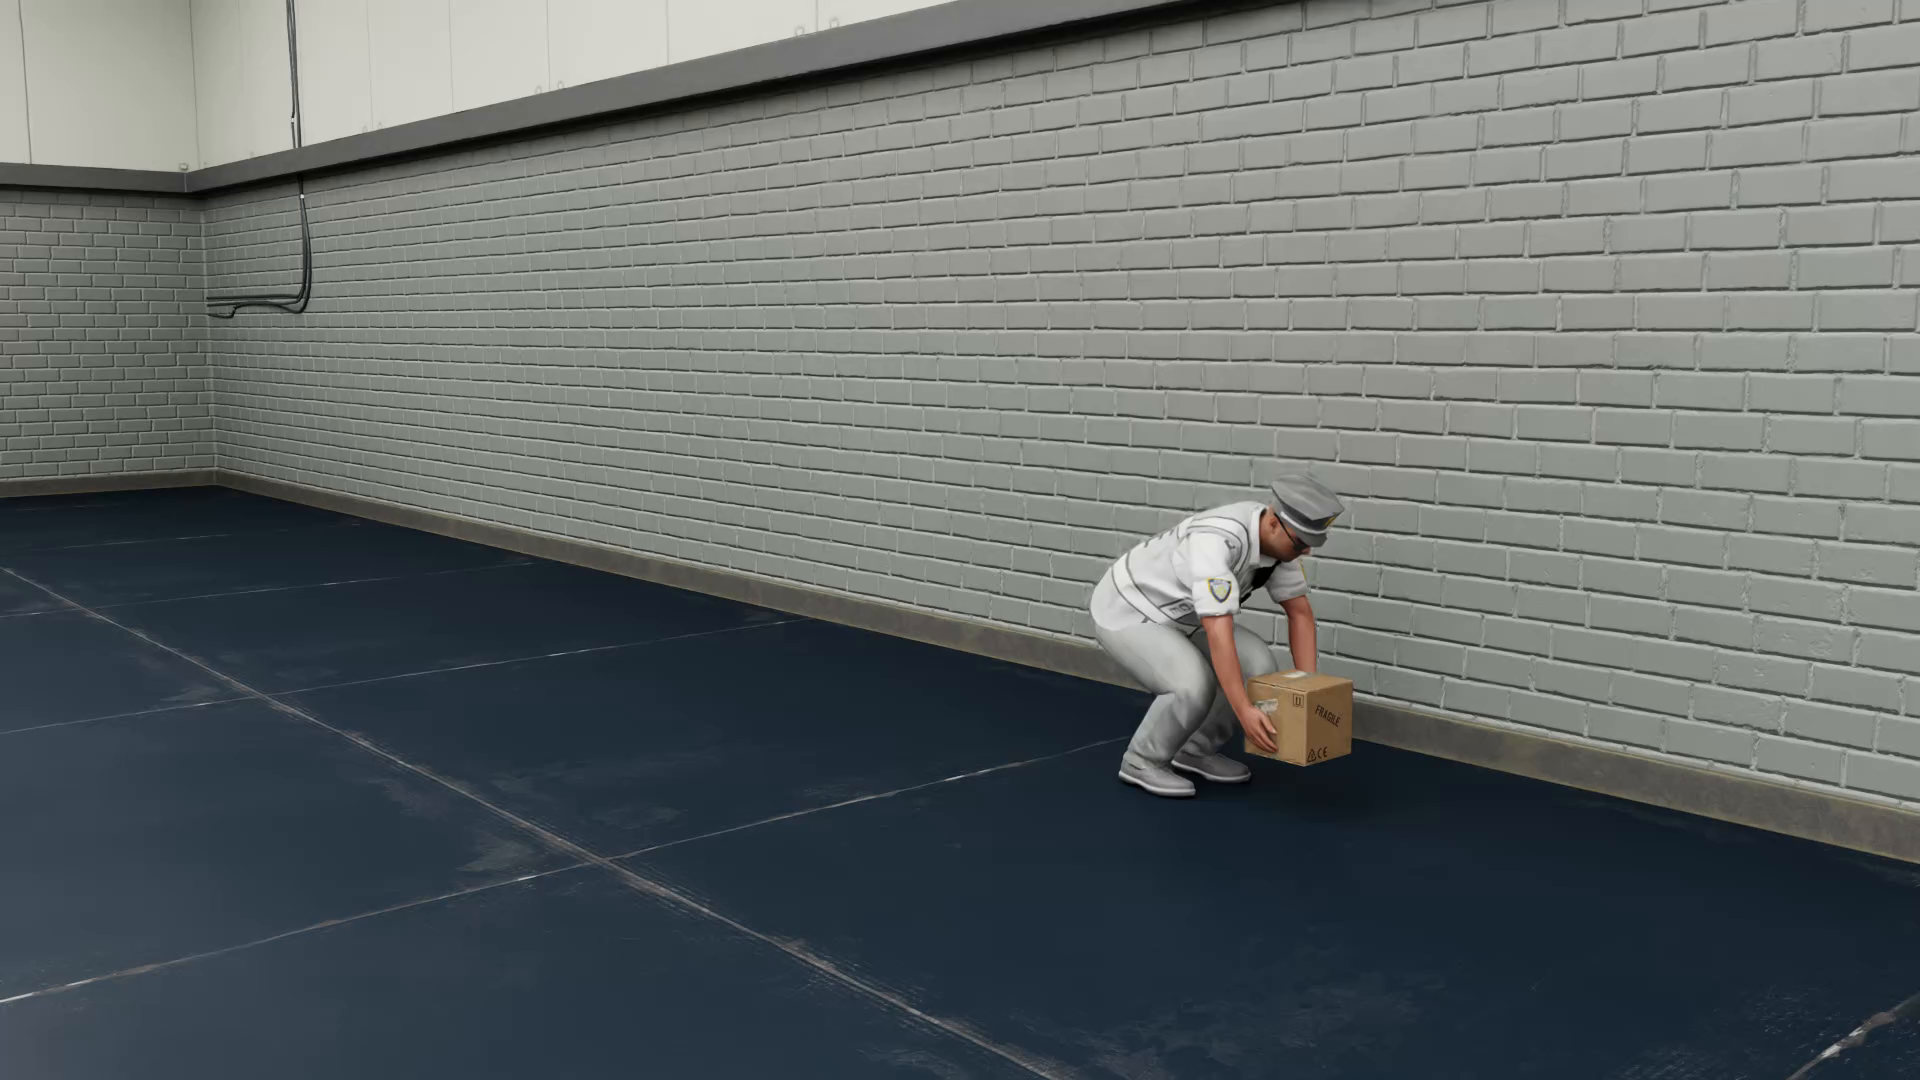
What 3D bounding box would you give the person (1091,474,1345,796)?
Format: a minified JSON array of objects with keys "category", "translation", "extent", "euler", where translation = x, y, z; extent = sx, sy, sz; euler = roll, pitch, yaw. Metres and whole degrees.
[{"category":"person","translation":[0.898,0.316,5.788],"extent":[0.576,1.121,0.912],"euler":[-6,10,-41]}]
